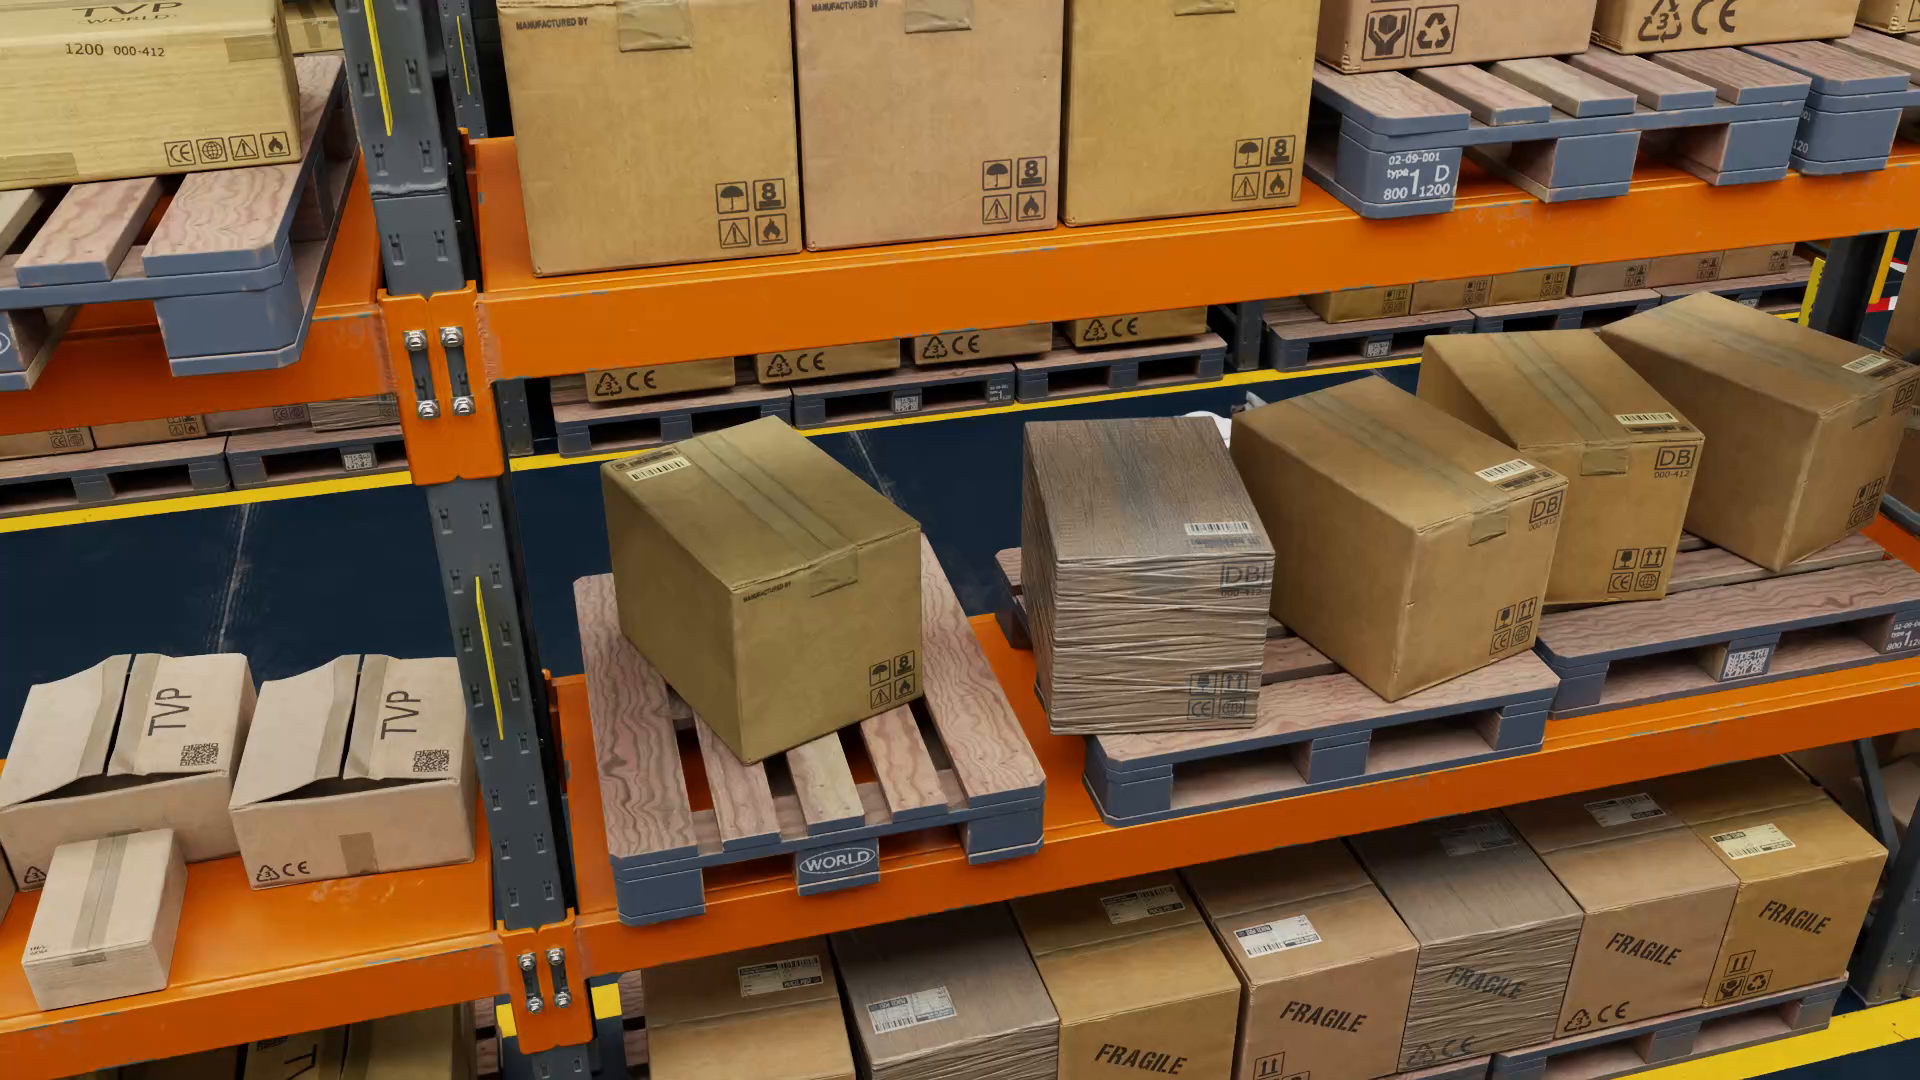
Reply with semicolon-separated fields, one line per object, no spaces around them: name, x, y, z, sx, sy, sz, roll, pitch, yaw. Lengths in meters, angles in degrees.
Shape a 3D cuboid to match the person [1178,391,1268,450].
person;1.035;-0.206;7.430;0.896;0.848;0.473;-8;31;-14
